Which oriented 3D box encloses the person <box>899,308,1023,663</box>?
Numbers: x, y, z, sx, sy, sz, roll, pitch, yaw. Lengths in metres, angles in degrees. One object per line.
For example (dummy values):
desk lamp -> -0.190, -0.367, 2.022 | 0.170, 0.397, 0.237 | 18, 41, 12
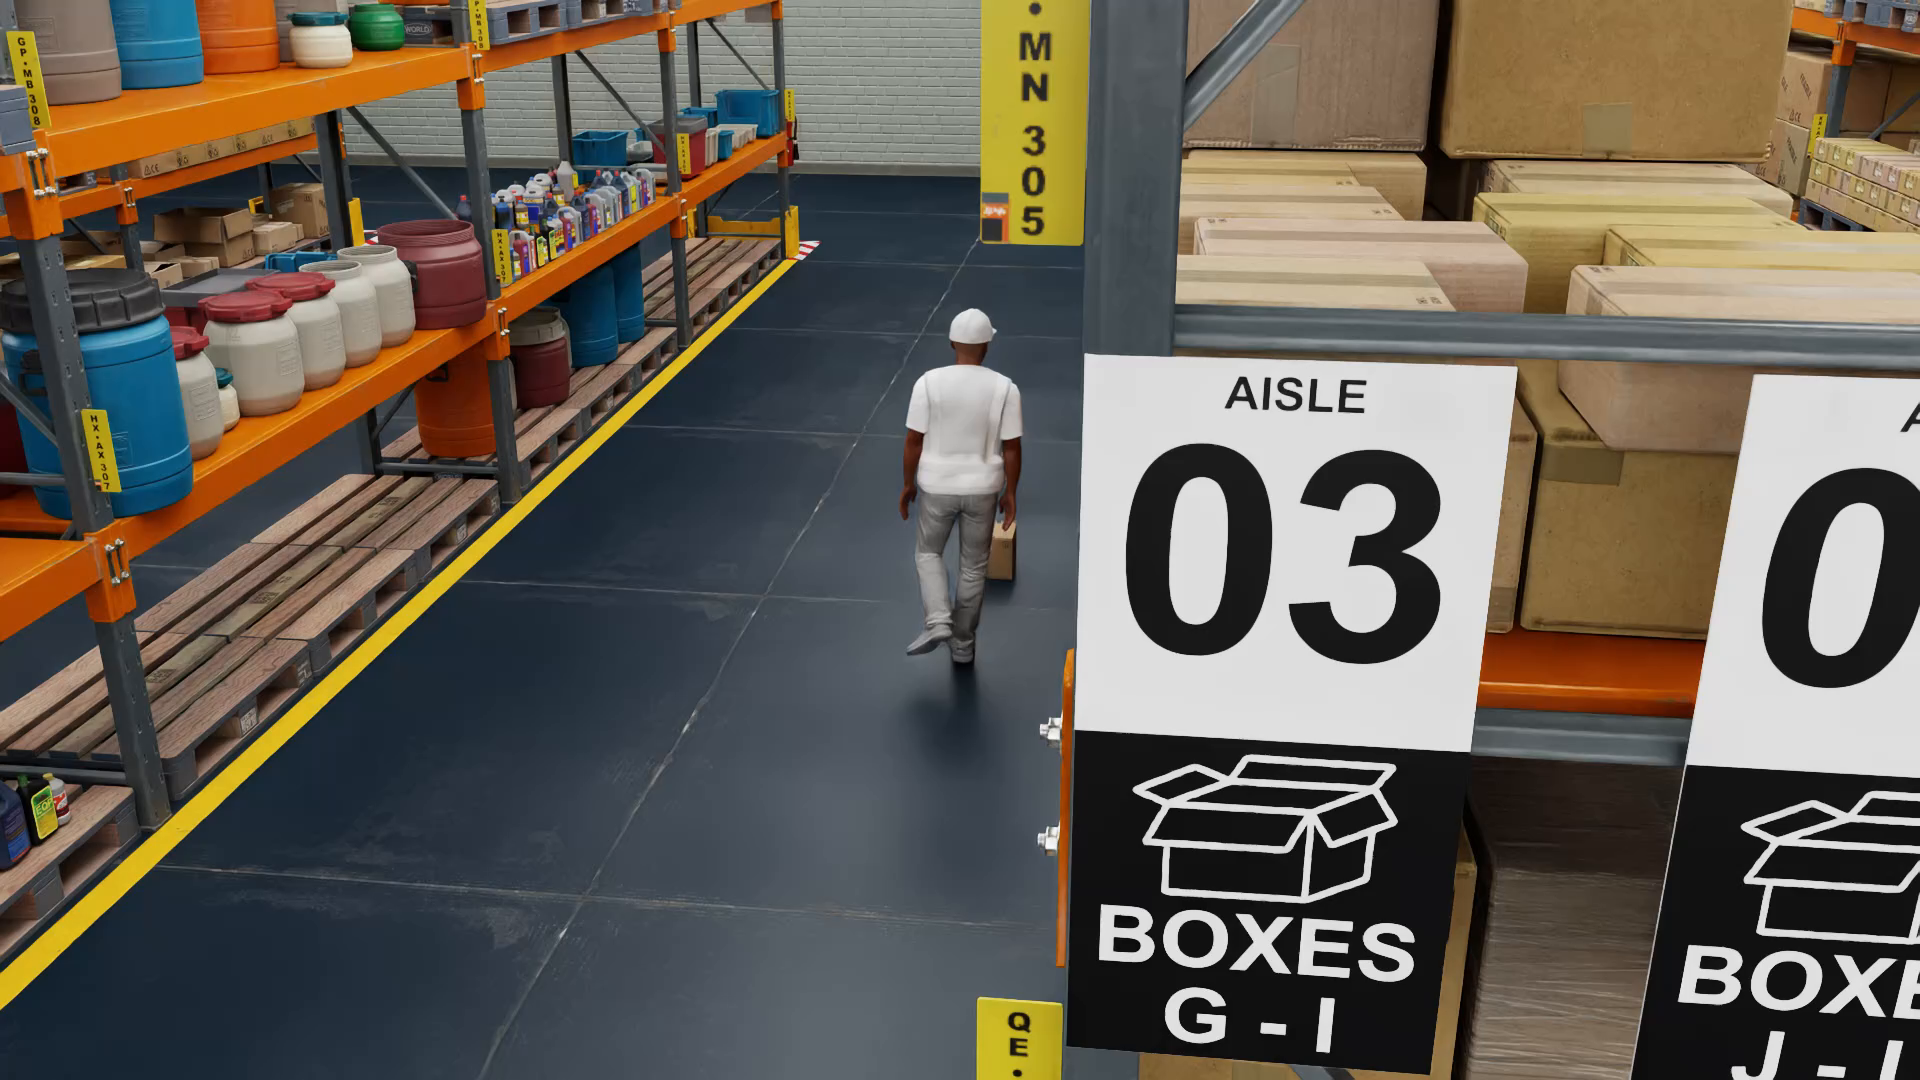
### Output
person -> 0.003, -0.228, 8.086 | 0.606, 1.760, 0.565 | 0, 21, 0
